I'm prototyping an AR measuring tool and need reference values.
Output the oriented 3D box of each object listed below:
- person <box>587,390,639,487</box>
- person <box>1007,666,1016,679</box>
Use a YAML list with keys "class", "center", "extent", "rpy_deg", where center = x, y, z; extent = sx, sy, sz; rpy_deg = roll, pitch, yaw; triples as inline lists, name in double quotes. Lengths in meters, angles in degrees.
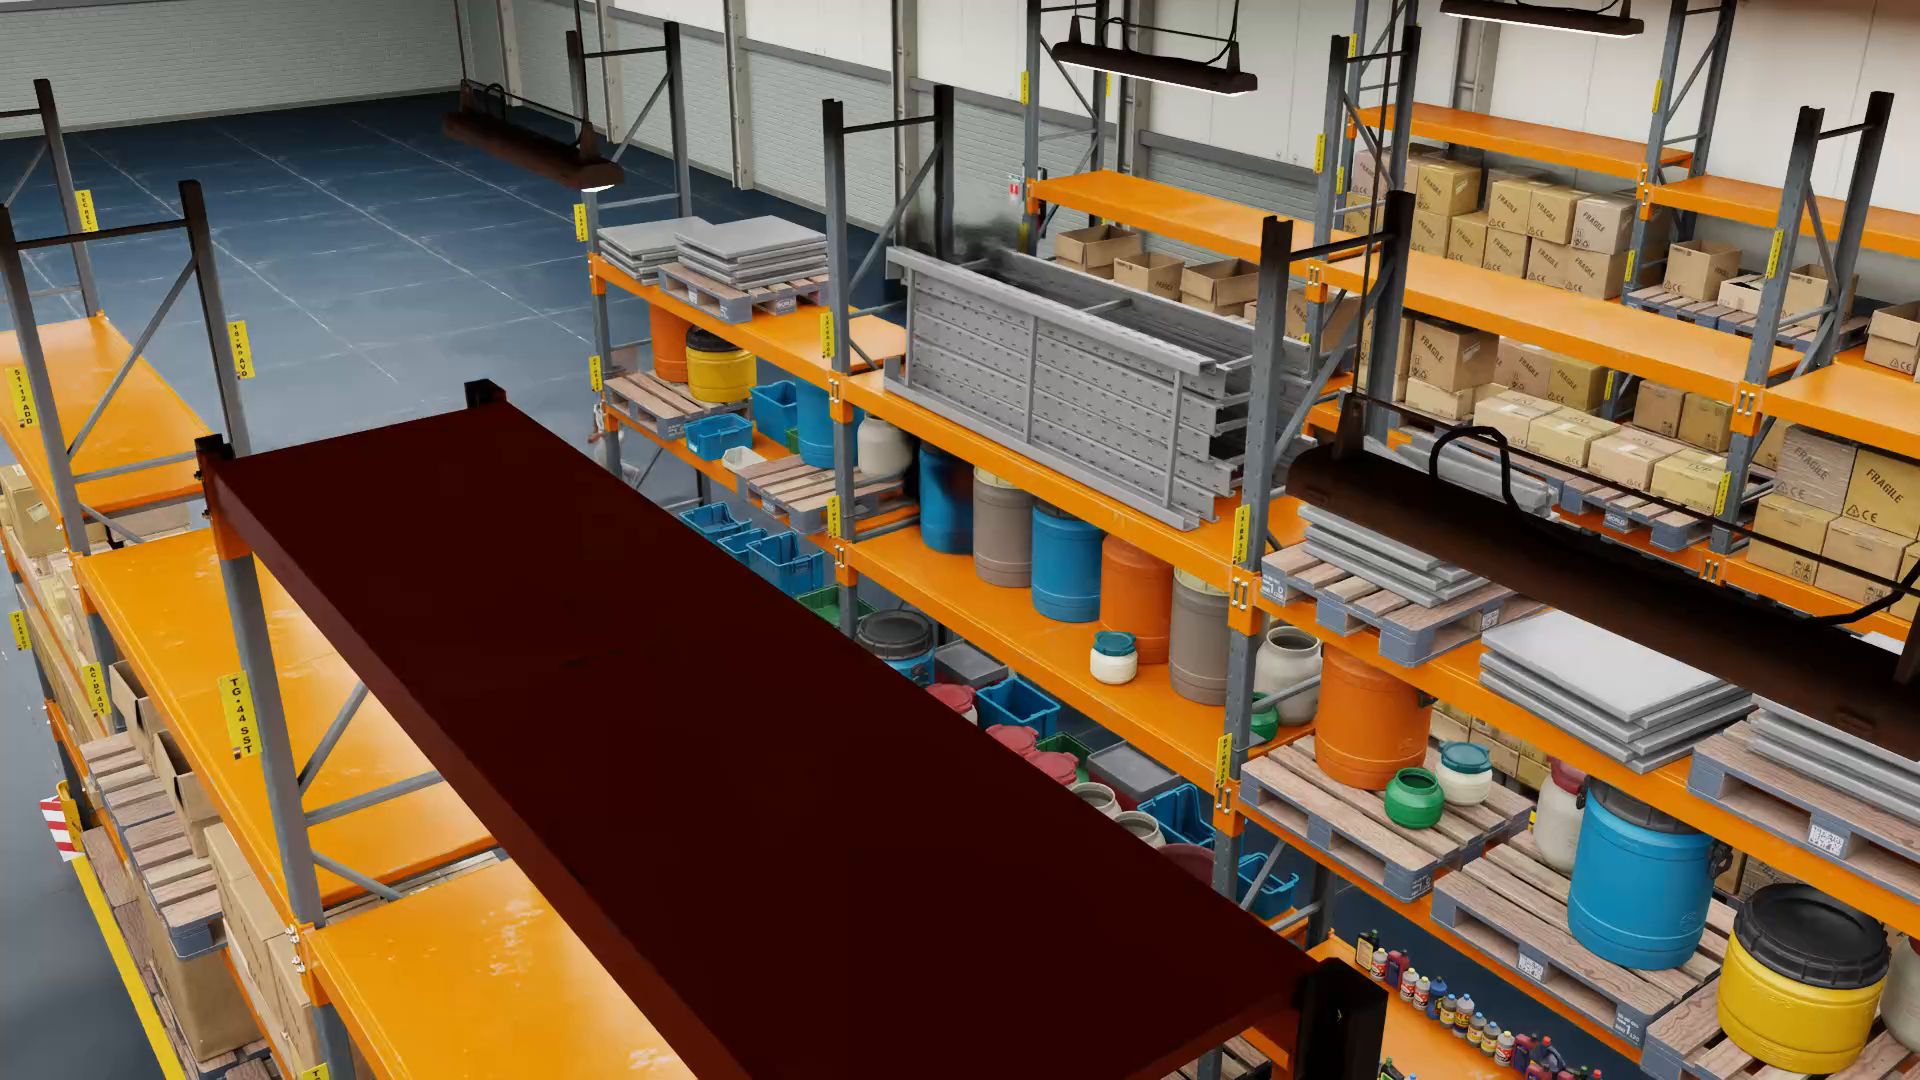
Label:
- class: "person"
  center: [-4.119, -1.218, 19.664]
  extent: [0.567, 1.653, 0.600]
  rpy_deg: [-5, 25, -10]
- class: "person"
  center: [0.292, 0.616, 15.702]
  extent: [0.656, 1.662, 0.572]
  rpy_deg: [18, 30, 34]
